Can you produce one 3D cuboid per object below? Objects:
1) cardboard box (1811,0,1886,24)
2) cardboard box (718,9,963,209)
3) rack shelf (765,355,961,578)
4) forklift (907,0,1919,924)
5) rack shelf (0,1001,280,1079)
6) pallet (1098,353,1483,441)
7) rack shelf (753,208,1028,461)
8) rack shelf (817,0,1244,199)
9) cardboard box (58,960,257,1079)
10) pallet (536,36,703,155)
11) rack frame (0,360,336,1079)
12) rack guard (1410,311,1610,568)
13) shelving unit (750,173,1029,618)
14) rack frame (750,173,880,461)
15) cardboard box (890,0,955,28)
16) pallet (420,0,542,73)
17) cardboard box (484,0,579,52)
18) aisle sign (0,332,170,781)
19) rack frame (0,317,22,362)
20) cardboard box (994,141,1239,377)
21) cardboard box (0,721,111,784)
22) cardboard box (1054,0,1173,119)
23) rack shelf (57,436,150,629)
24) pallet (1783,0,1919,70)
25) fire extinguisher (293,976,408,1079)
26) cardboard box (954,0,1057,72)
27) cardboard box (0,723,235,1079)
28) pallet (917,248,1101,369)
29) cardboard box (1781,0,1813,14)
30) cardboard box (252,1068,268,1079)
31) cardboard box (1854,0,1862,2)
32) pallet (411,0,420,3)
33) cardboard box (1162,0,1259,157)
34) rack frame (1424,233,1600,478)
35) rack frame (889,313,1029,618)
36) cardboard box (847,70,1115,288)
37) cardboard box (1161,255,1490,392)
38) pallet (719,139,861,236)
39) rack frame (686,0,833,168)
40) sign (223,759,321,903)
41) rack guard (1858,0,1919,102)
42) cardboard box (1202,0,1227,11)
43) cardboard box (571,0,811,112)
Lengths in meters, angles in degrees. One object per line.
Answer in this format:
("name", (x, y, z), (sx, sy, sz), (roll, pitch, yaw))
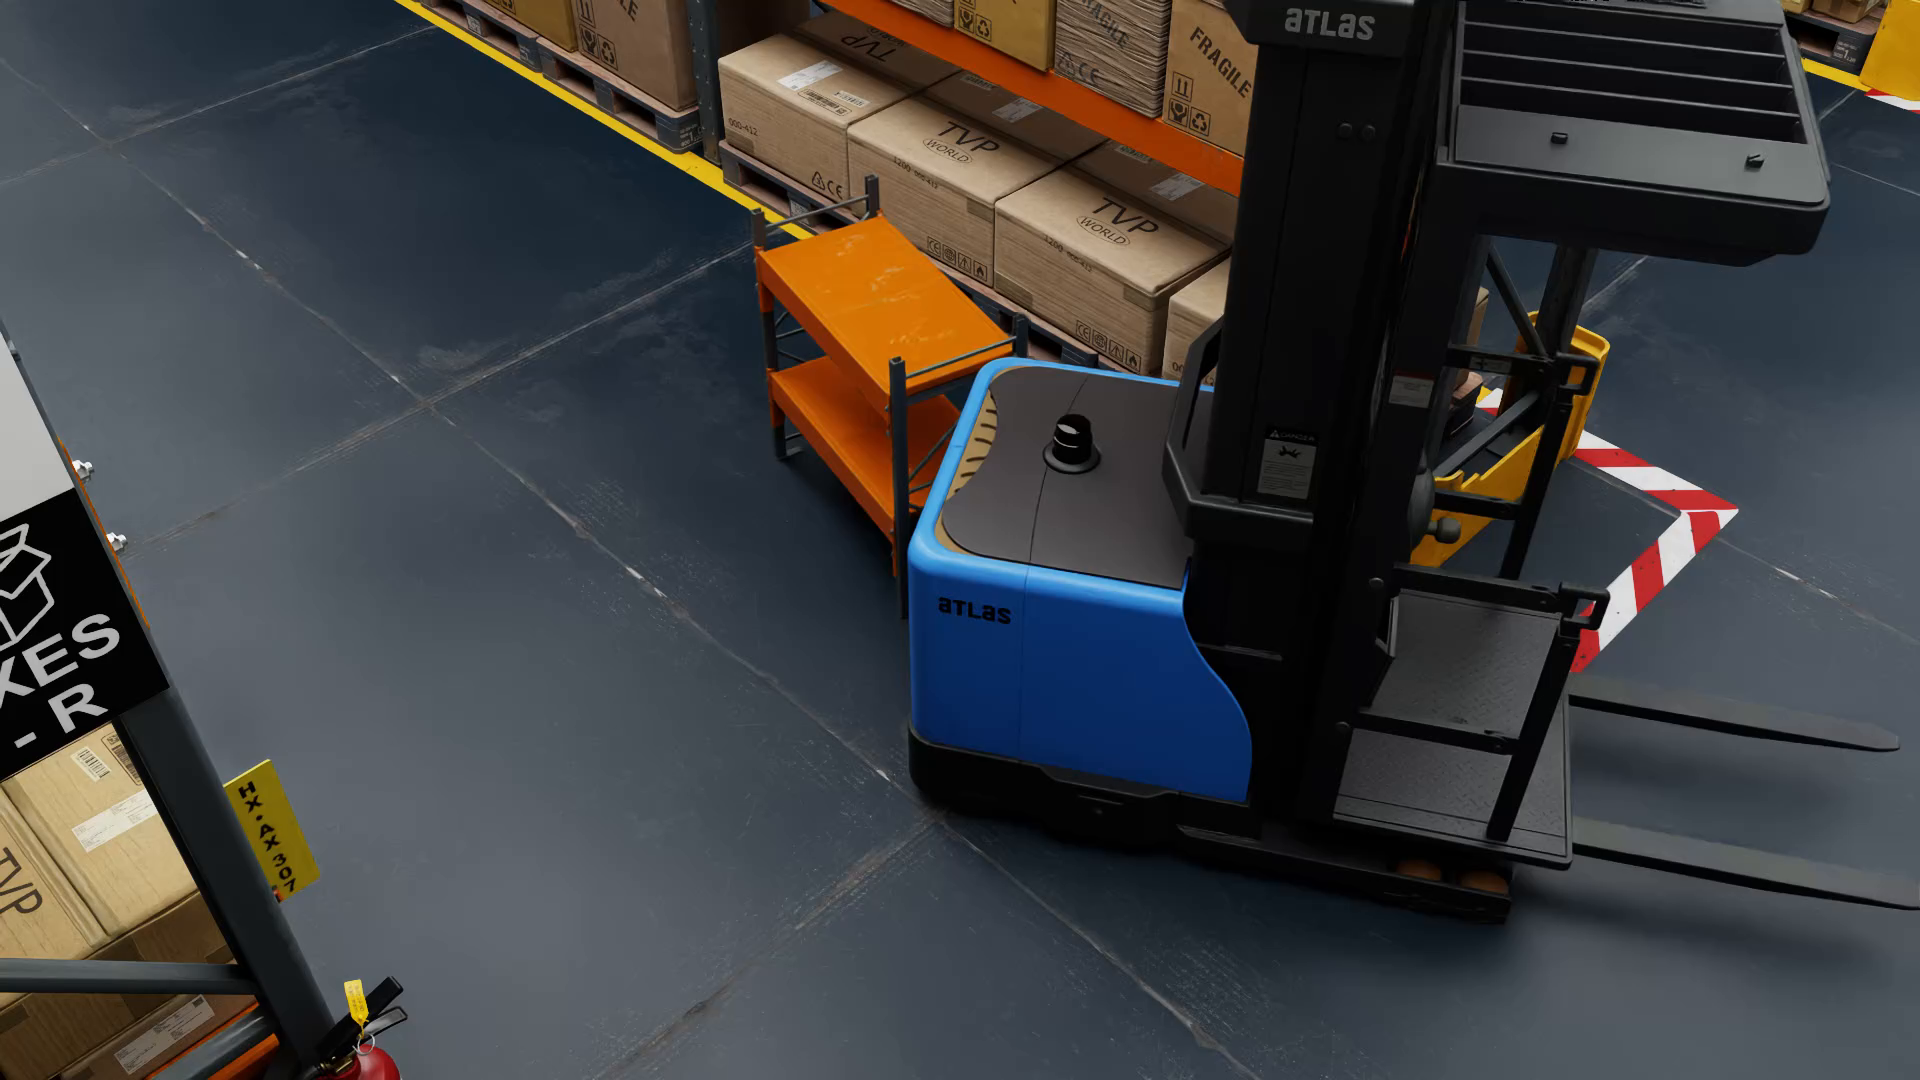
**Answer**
("cardboard box", (4.857, -2.976, 9.052), (0.380, 0.149, 0.250), (-33, 52, -31))
("cardboard box", (-0.514, -2.077, 7.866), (0.875, 0.438, 0.875), (33, 52, 31))
("rack shelf", (-0.258, -0.346, 6.156), (0.538, 0.278, 1.000), (-22, 47, -22))
("forklift", (1.412, -0.327, 4.444), (3.031, 2.935, 1.130), (10, 44, 10))
("rack shelf", (-2.981, 0.389, 4.149), (1.077, 0.370, 4.000), (-34, 53, -31))
("pallet", (1.323, -0.617, 6.763), (1.003, 0.211, 1.213), (-34, 53, -31))
("rack shelf", (-0.258, -0.741, 5.791), (0.538, 0.278, 1.000), (-22, 47, -22))
("rack shelf", (0.531, -1.992, 6.725), (1.077, 0.370, 4.000), (-34, 53, -31))
("cardboard box", (-1.606, 0.889, 3.263), (0.250, 0.149, 0.380), (34, 52, 31))
("pallet", (-1.480, -2.527, 8.830), (1.003, 0.211, 1.213), (-34, 53, -31))
("rack frame", (-1.569, 1.086, 2.865), (1.000, 3.000, 0.127), (-34, 53, -31))
("rack guard", (1.960, -0.365, 6.277), (1.175, 0.500, 0.348), (-34, 53, -31))
("shelving unit", (-0.258, -0.526, 5.990), (0.538, 1.125, 1.048), (-22, 47, -22))
("rack frame", (-0.517, -0.823, 6.312), (0.500, 1.125, 0.032), (-22, 47, -22))
("cardboard box", (-0.037, -2.417, 6.582), (0.500, 0.500, 0.500), (-34, 52, -31))
("pallet", (-2.346, -3.114, 9.464), (1.003, 0.211, 1.213), (-34, 53, -31))
("cardboard box", (-2.020, -3.281, 8.846), (0.875, 0.875, 0.875), (-33, 52, -30))
("aisle sign", (-1.312, 0.023, 2.099), (0.394, 0.787, 0.004), (-34, 53, -31))
("rack frame", (-1.569, -1.117, 0.829), (1.000, 3.000, 0.127), (-34, 53, -31))
("cardboard box", (0.754, -1.213, 6.931), (0.875, 0.438, 0.875), (-33, 52, -30))
("cardboard box", (-2.054, 0.442, 3.452), (0.500, 0.250, 0.500), (-34, 52, -31))
("cardboard box", (0.701, -1.927, 6.052), (0.500, 0.500, 0.500), (-33, 52, -30))
("rack shelf", (-2.981, -0.713, 3.131), (1.077, 0.370, 4.000), (-34, 53, -31))
("pallet", (4.774, -3.136, 9.488), (1.003, 0.211, 1.213), (-34, 53, -31))
("fire extinguisher", (-1.137, 1.100, 3.181), (0.296, 0.674, 0.183), (-34, 53, -31))
("cardboard box", (0.327, -2.169, 6.314), (0.500, 0.500, 0.500), (-33, 52, -30))
("cardboard box", (-1.698, 0.685, 3.190), (0.500, 0.250, 0.500), (-34, 52, -31))
("pallet", (0.466, -1.204, 7.397), (1.003, 0.211, 1.213), (-34, 53, -31))
("cardboard box", (4.604, -3.051, 9.133), (0.380, 0.149, 0.250), (-32, 52, -30))
("cardboard box", (-1.933, 1.509, 3.937), (0.637, 0.503, 0.797), (32, 52, 30))
("cardboard box", (4.802, -3.049, 8.912), (0.250, 0.149, 0.380), (33, 52, 30))
("pallet", (-3.203, -3.700, 10.098), (1.003, 0.211, 1.213), (-34, 53, -31))
("cardboard box", (1.071, -1.685, 5.789), (0.500, 0.500, 0.500), (33, 52, 31))
("rack frame", (1.943, -1.295, 5.441), (1.000, 3.000, 0.127), (-34, 53, -31))
("rack frame", (0.000, -0.229, 5.669), (0.500, 1.125, 0.032), (-22, 47, -22))
("cardboard box", (0.118, -1.647, 7.401), (0.875, 0.438, 0.875), (33, 52, 30))
("cardboard box", (1.406, -0.777, 6.459), (0.875, 0.438, 0.875), (32, 52, 30))
("pallet", (-0.400, -1.790, 8.031), (1.003, 0.211, 1.213), (-34, 53, -31))
("rack frame", (-0.882, -3.217, 7.521), (1.000, 3.000, 0.127), (-34, 53, -31))
("sign", (-1.185, 0.508, 2.852), (0.100, 0.325, 0.005), (-34, 53, -31))
("rack guard", (5.323, -2.834, 8.949), (1.175, 0.500, 0.348), (-34, 53, -31))
("cardboard box", (1.044, -2.053, 5.452), (0.500, 0.500, 0.500), (-34, 52, -31))
("cardboard box", (-1.376, -2.850, 8.381), (0.875, 0.875, 0.875), (-32, 52, -30))
